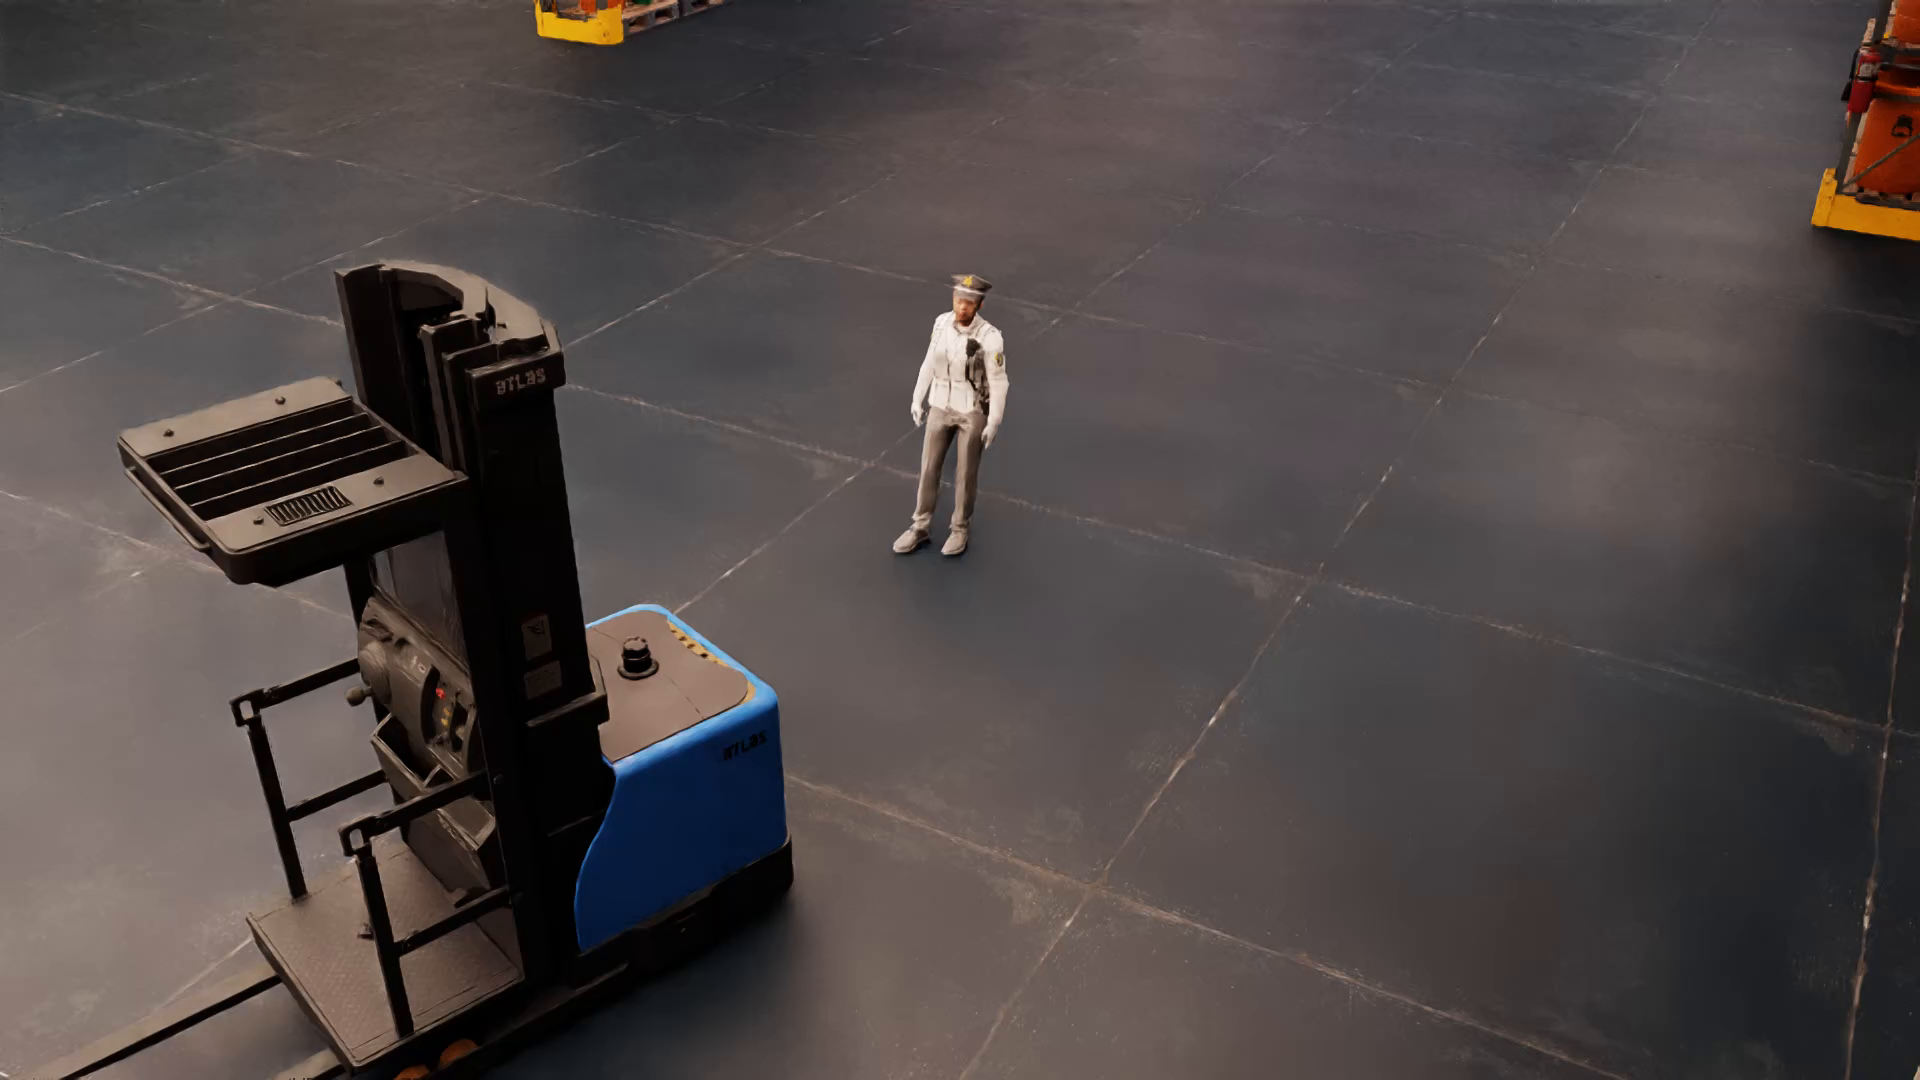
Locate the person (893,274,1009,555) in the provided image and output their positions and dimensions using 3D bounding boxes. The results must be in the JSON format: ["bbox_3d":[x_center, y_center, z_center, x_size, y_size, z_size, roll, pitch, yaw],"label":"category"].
[{"bbox_3d":[-0.039,-0.713,9.527,0.586,1.695,0.533,15,33,25],"label":"person"}]

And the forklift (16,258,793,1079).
[{"bbox_3d":[-2.172,0.584,6.059,3.031,2.935,1.130,-24,37,-35],"label":"forklift"}]
